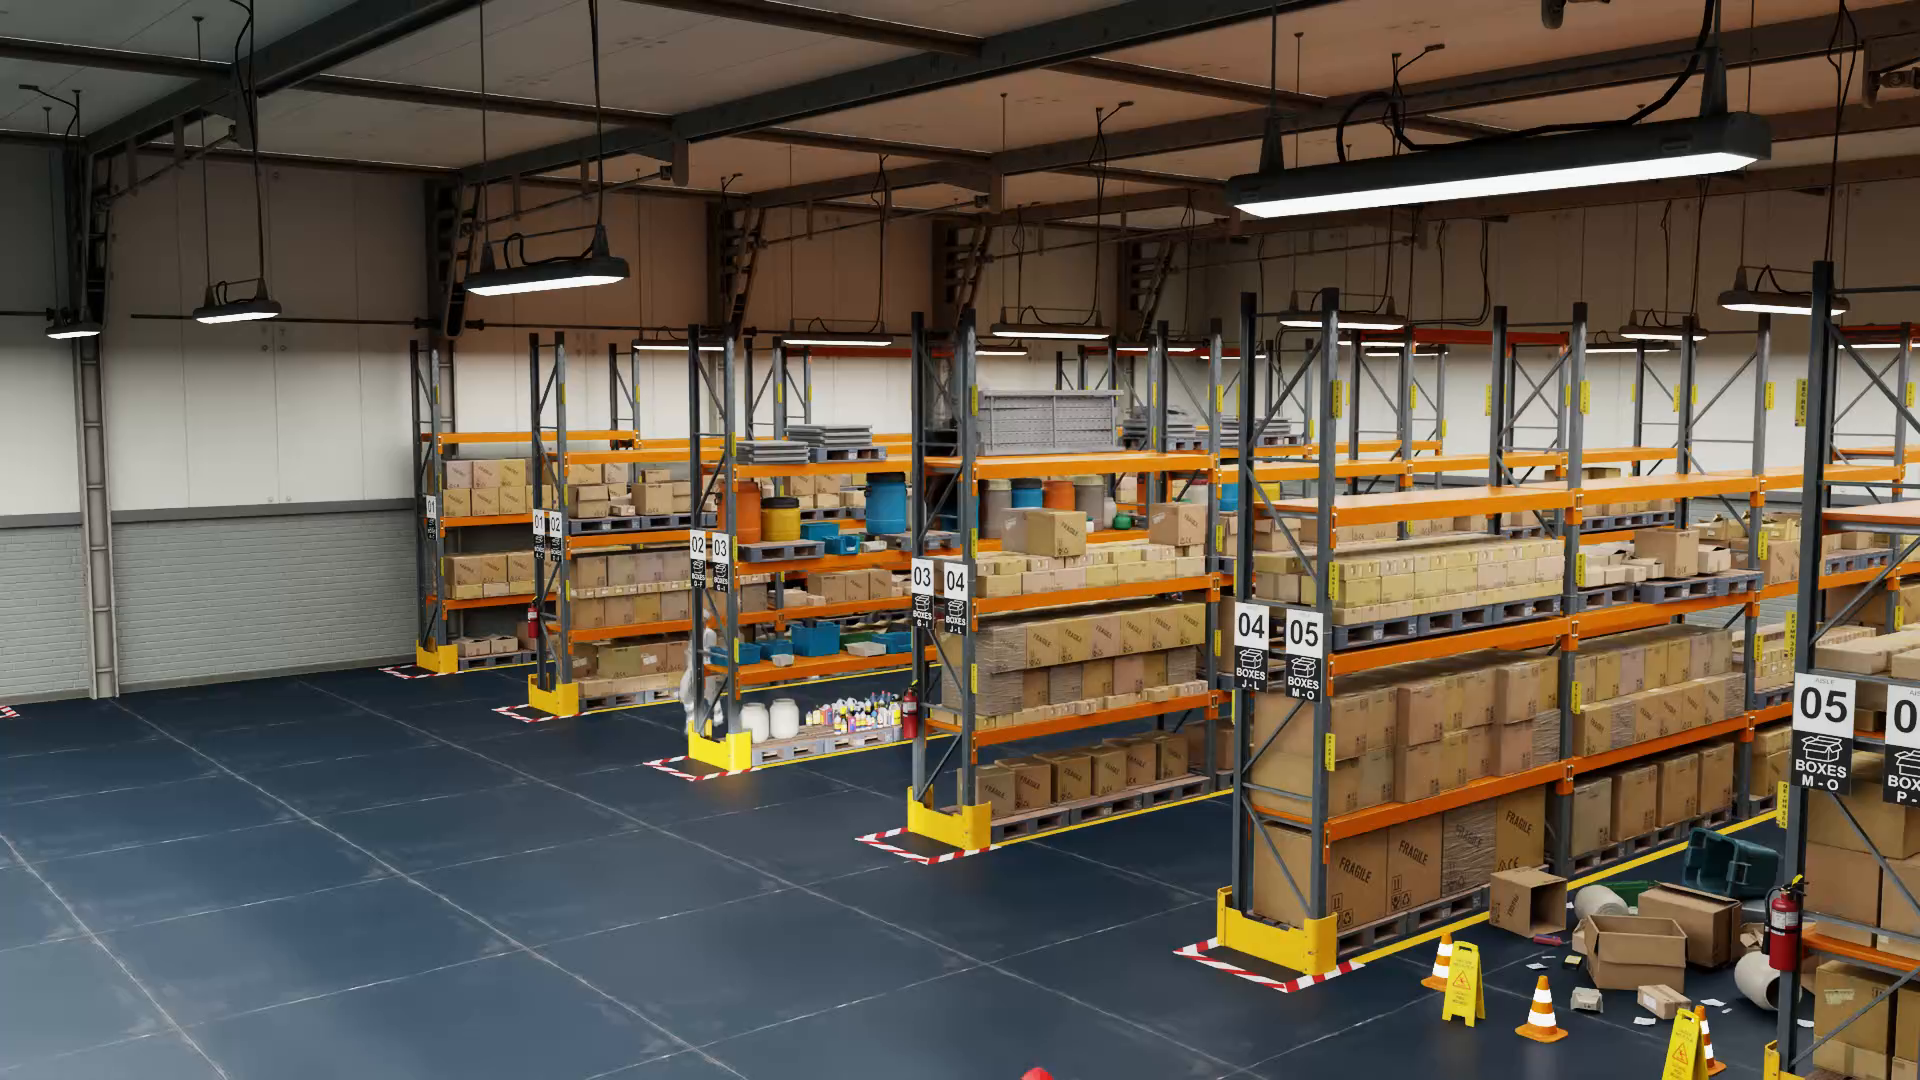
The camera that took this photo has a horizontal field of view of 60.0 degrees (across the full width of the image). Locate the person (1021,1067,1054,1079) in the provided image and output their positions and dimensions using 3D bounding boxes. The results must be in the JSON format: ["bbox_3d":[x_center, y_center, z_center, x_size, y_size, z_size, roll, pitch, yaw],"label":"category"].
[{"bbox_3d":[0.363,3.528,8.350,0.665,1.750,0.580,0,5,-1],"label":"person"}]

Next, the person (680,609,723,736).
[{"bbox_3d":[-3.770,1.892,24.139,0.641,1.804,0.761,4,6,35],"label":"person"}]

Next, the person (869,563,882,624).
[{"bbox_3d":[-1.692,1.223,33.445,0.564,1.752,0.753,4,7,39],"label":"person"}]
